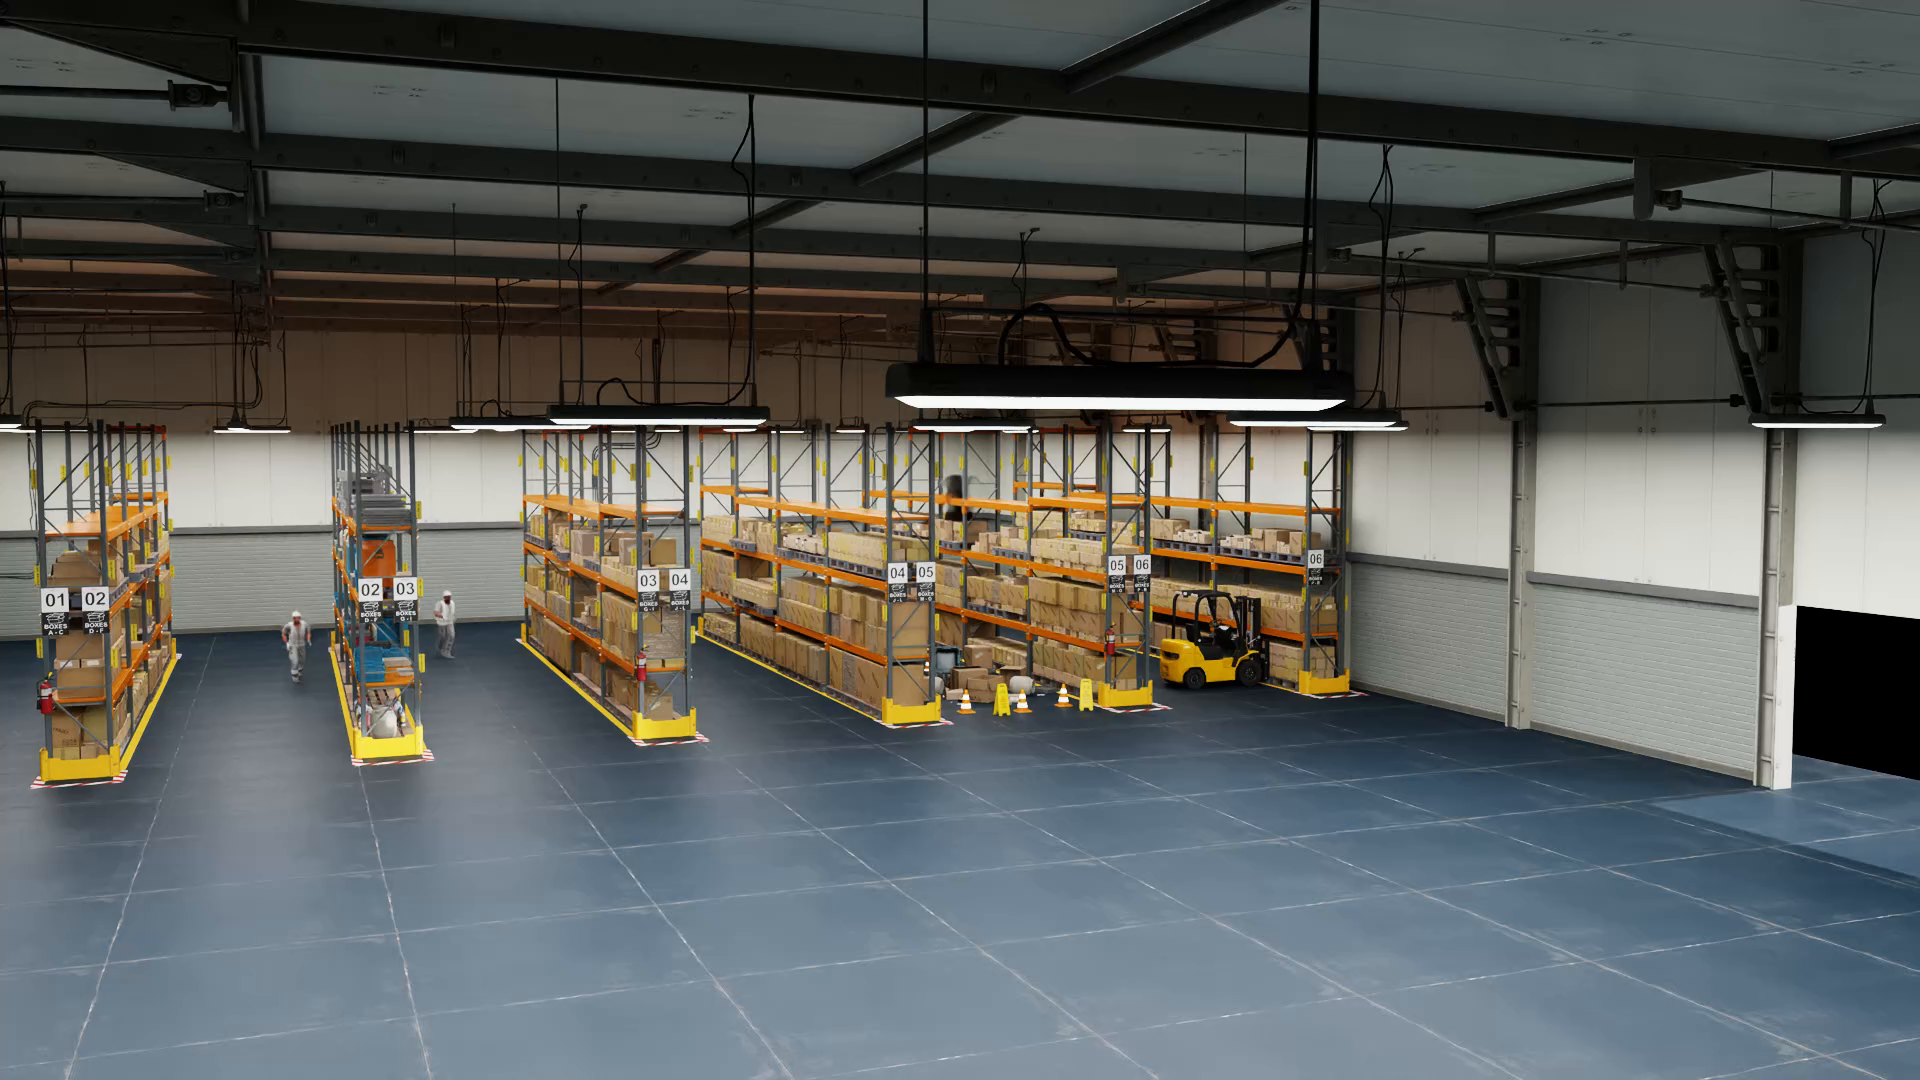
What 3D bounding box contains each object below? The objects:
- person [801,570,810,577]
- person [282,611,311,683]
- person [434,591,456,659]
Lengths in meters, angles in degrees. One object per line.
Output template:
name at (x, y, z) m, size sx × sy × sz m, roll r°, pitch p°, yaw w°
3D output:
person at (-4.642, 1.731, 51.066) m, size 0.815 × 1.623 × 0.642 m, roll -3°, pitch 4°, yaw -37°
person at (-15.379, 2.470, 38.571) m, size 0.672 × 1.698 × 0.890 m, roll -3°, pitch 5°, yaw -43°
person at (-13.281, 2.166, 42.762) m, size 0.655 × 1.756 × 0.860 m, roll -4°, pitch 5°, yaw -45°
